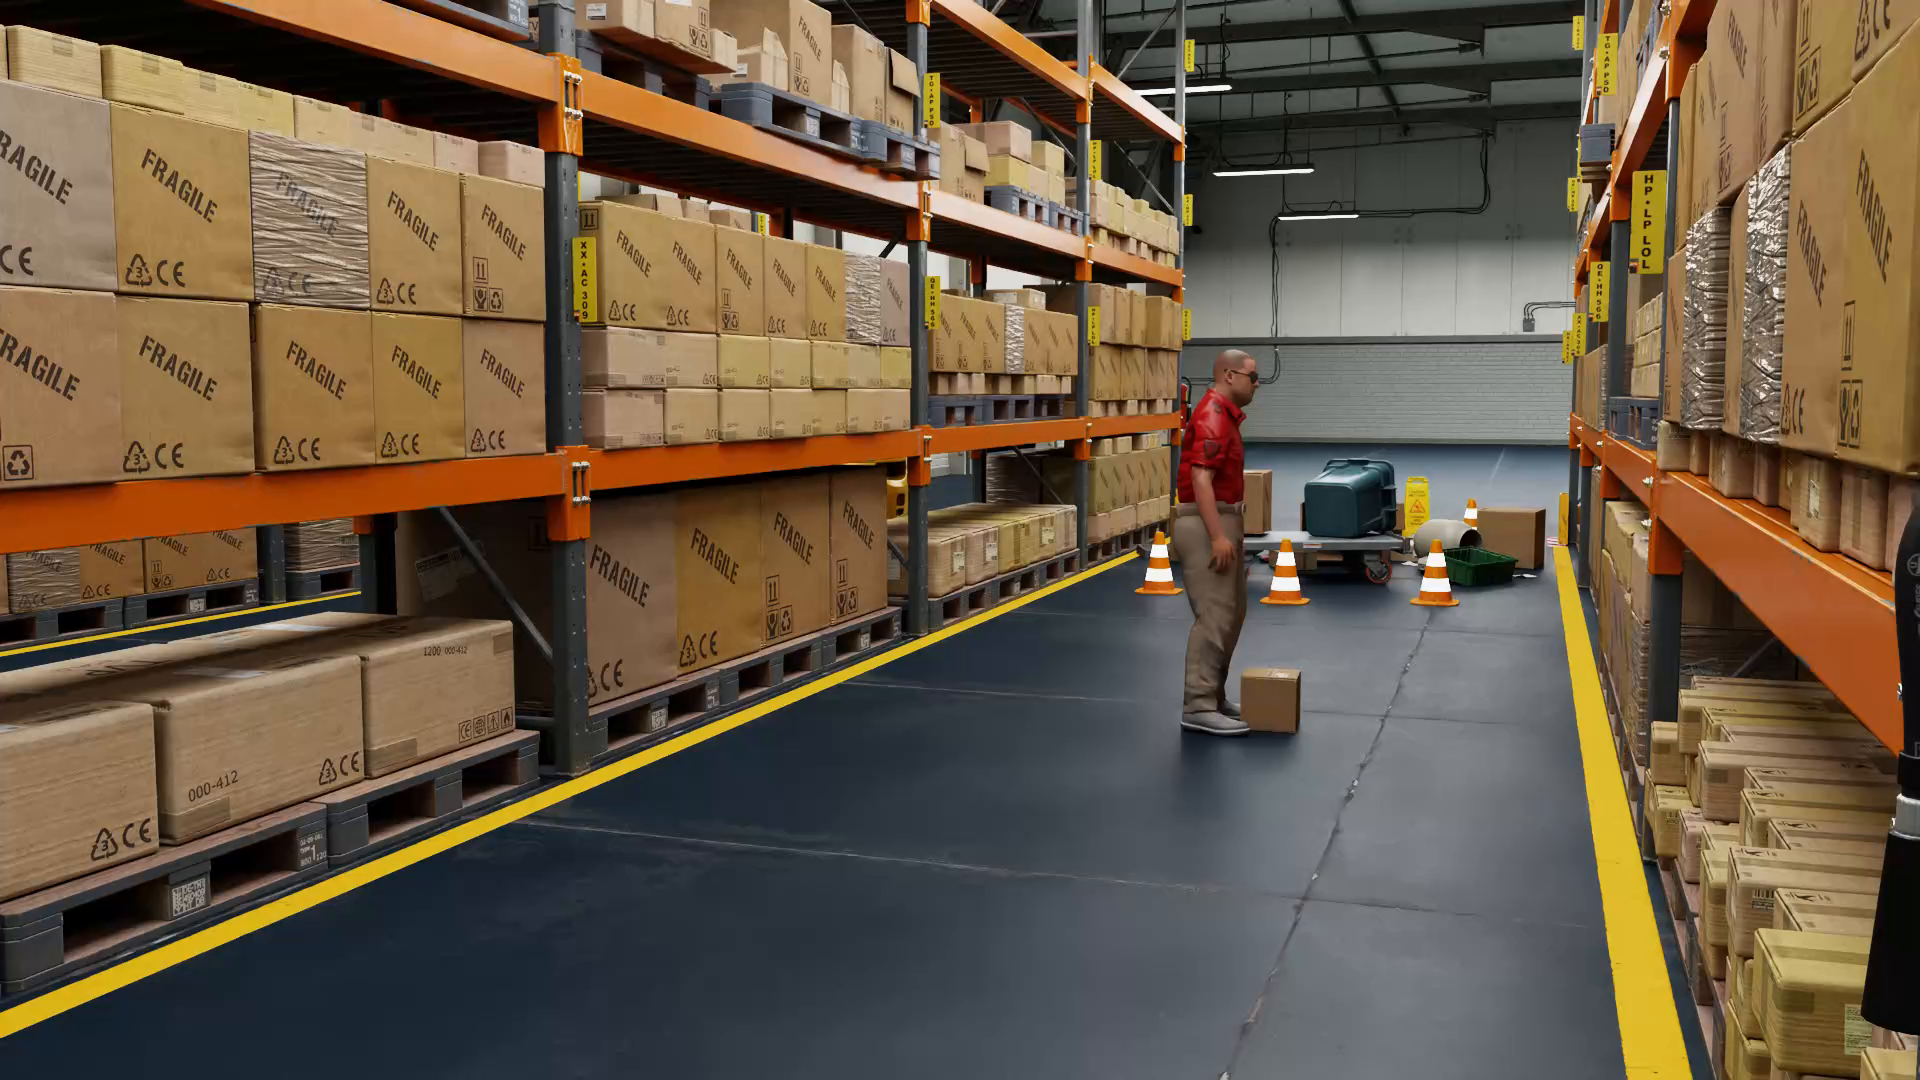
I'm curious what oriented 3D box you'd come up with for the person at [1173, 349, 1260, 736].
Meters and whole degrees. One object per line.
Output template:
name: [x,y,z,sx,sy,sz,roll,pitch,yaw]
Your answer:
person: [1.187,-0.009,7.663,0.383,1.728,0.601,2,5,16]
